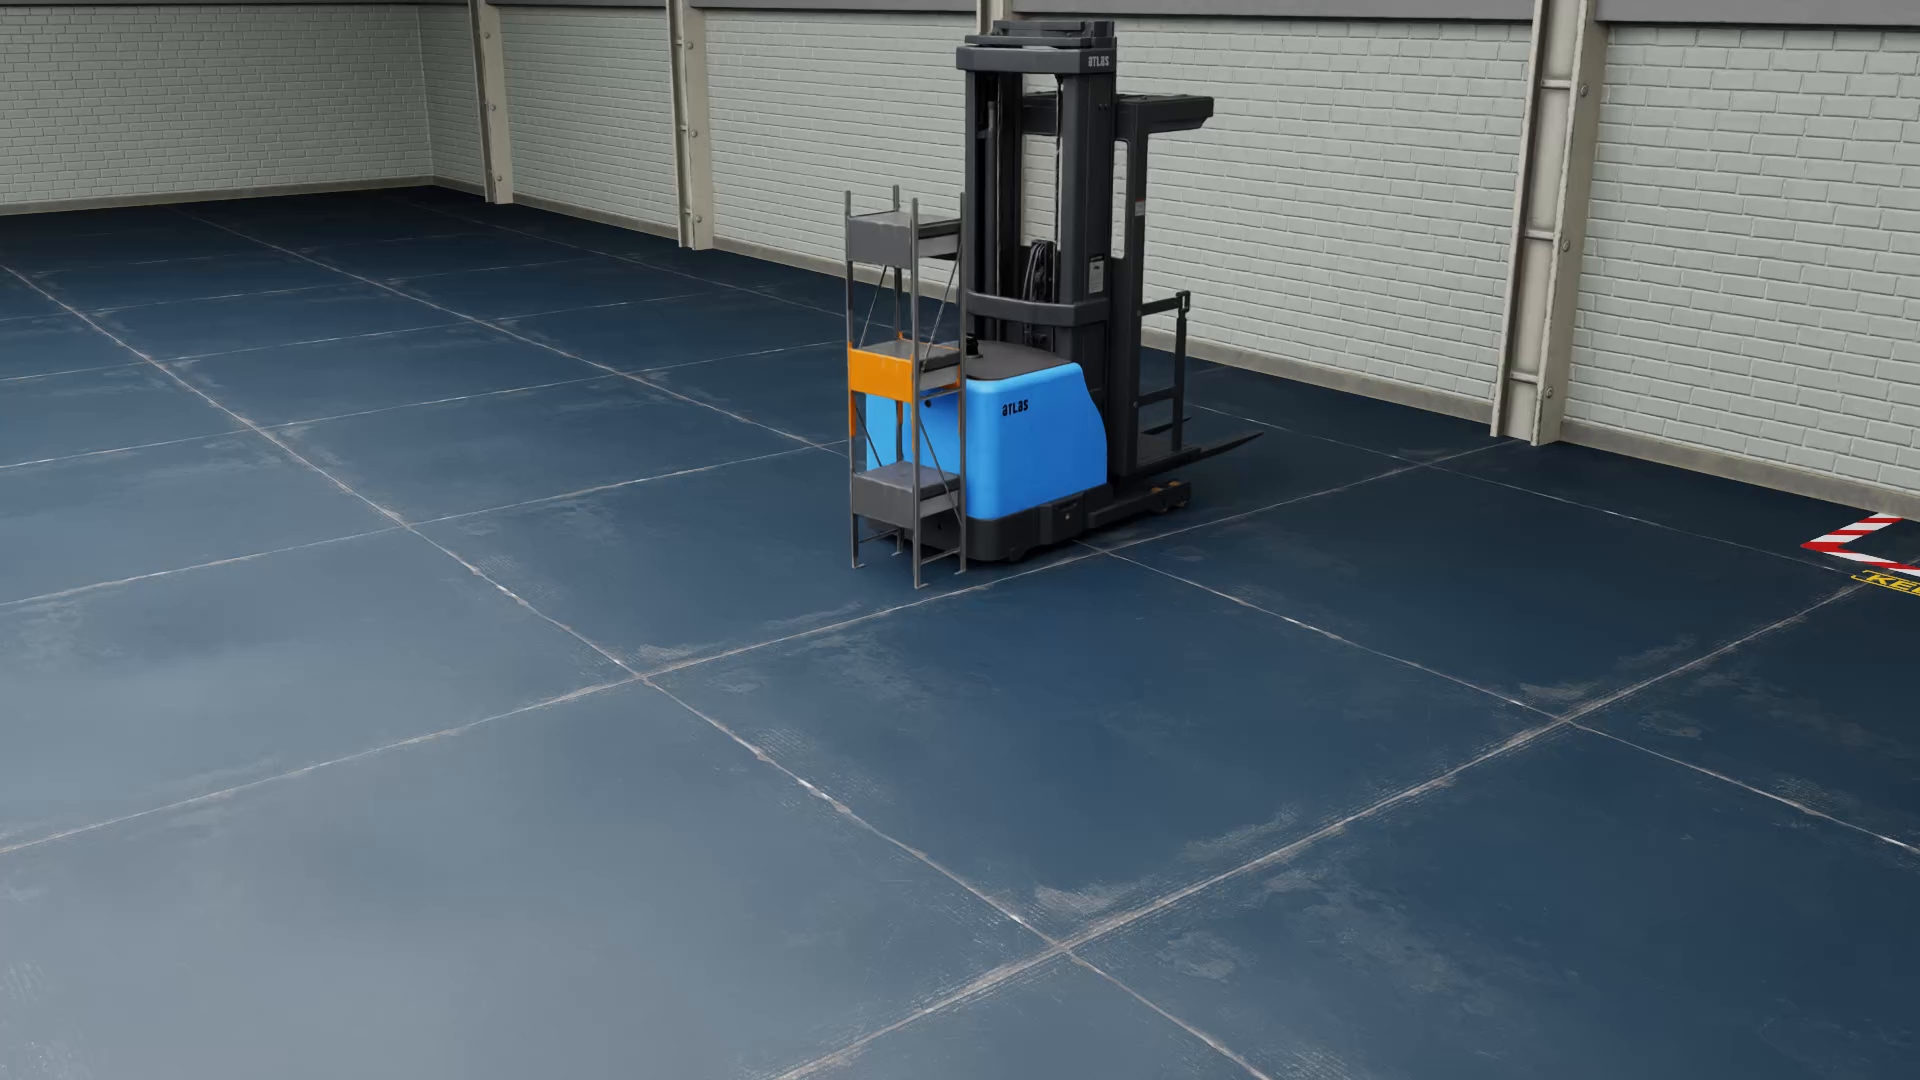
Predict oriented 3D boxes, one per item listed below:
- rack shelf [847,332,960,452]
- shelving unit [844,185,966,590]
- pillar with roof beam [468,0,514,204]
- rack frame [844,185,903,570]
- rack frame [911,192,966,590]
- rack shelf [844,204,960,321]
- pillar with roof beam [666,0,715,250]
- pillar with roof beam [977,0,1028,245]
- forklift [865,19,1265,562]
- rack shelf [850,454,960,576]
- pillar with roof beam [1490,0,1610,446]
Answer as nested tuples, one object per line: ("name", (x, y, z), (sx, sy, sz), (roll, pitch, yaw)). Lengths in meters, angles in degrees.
("rack shelf", (-0.288, -0.810, 9.013), (0.480, 0.518, 0.431), (16, 24, 40))
("shelving unit", (-0.288, -0.823, 9.009), (0.503, 2.100, 0.431), (16, 24, 40))
("pillar with roof beam", (-10.429, -8.616, 21.567), (9.100, 9.000, 0.400), (-14, 23, -36))
("rack frame", (-0.468, -0.875, 9.165), (0.015, 2.100, 0.400), (16, 24, 40))
("rack frame", (-0.107, -0.772, 8.853), (0.015, 2.100, 0.400), (16, 24, 40))
("rack shelf", (-0.288, -1.475, 8.793), (0.480, 0.518, 0.431), (16, 24, 40))
("pillar with roof beam", (-6.703, -7.138, 17.102), (9.100, 9.000, 0.400), (-14, 23, -36))
("pillar with roof beam", (-2.978, -5.659, 12.637), (9.100, 9.000, 0.400), (-14, 23, -36))
("forklift", (0.811, -1.650, 10.183), (1.130, 2.935, 3.031), (16, 24, 41))
("rack shelf", (-0.288, -0.146, 9.233), (0.480, 0.518, 0.431), (16, 24, 40))
("pillar with roof beam", (0.747, -4.181, 8.172), (9.100, 9.000, 0.400), (-14, 23, -36))
